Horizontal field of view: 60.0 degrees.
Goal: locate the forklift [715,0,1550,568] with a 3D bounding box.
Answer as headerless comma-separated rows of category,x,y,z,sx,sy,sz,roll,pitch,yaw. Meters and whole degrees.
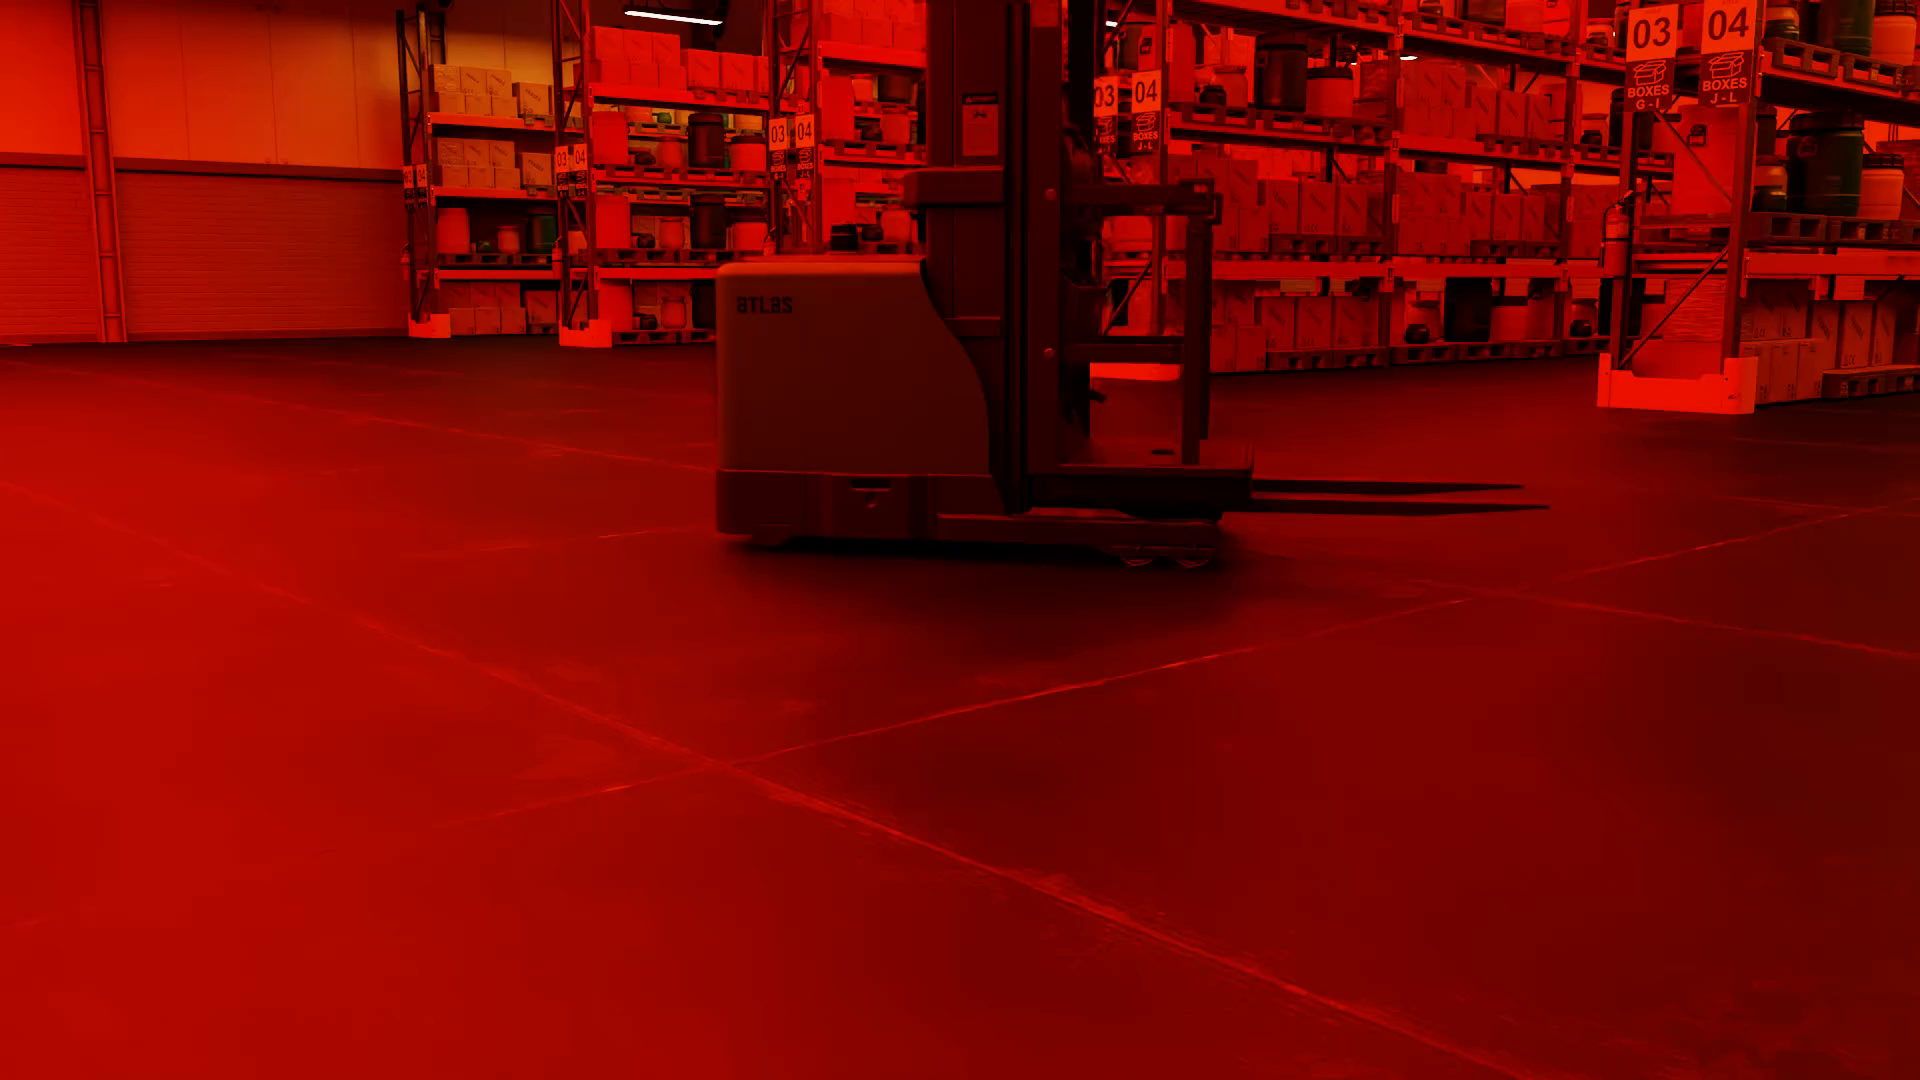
forklift,0.644,-1.438,6.249,3.031,2.935,1.130,2,9,10
